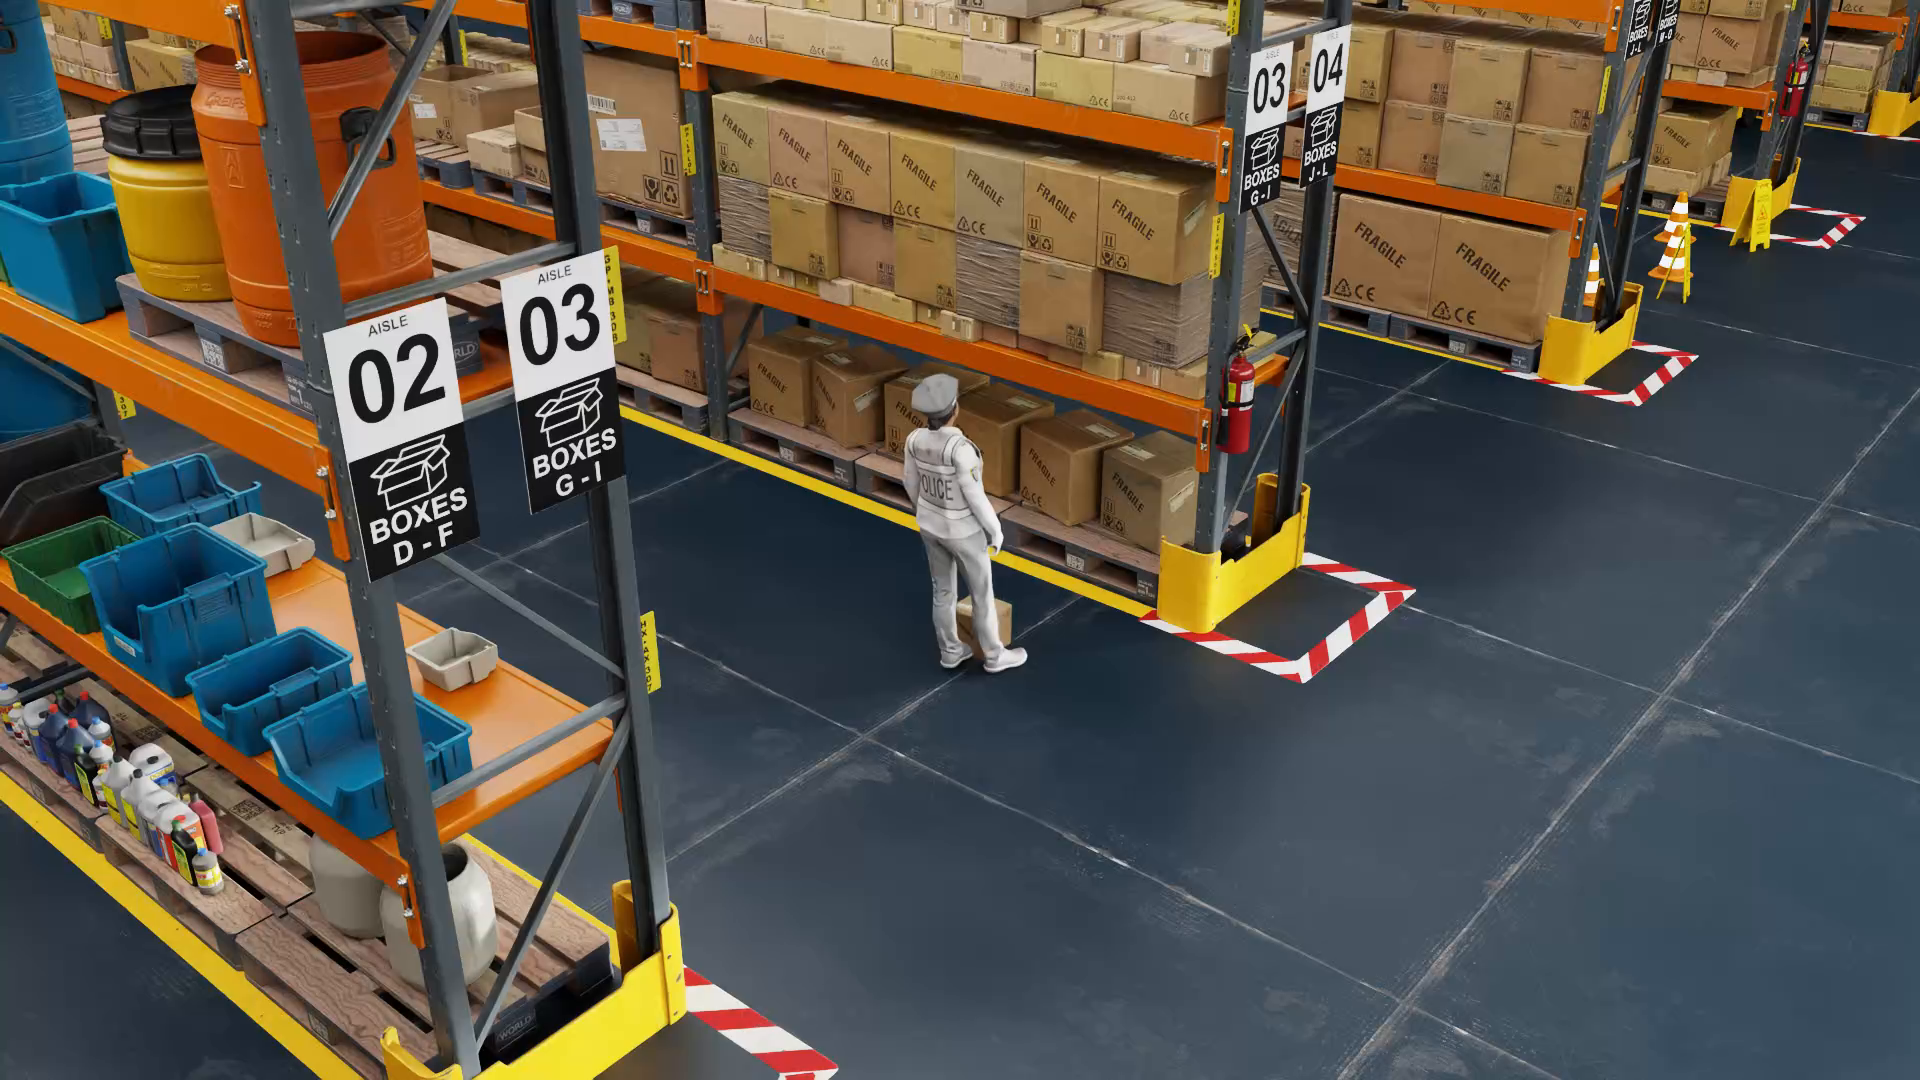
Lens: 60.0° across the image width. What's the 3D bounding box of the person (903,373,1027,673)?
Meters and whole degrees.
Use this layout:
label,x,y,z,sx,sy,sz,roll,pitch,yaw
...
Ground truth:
label,x,y,z,sx,sy,sz,roll,pitch,yaw
person,0.004,-0.089,8.735,0.580,1.695,0.535,21,34,34
